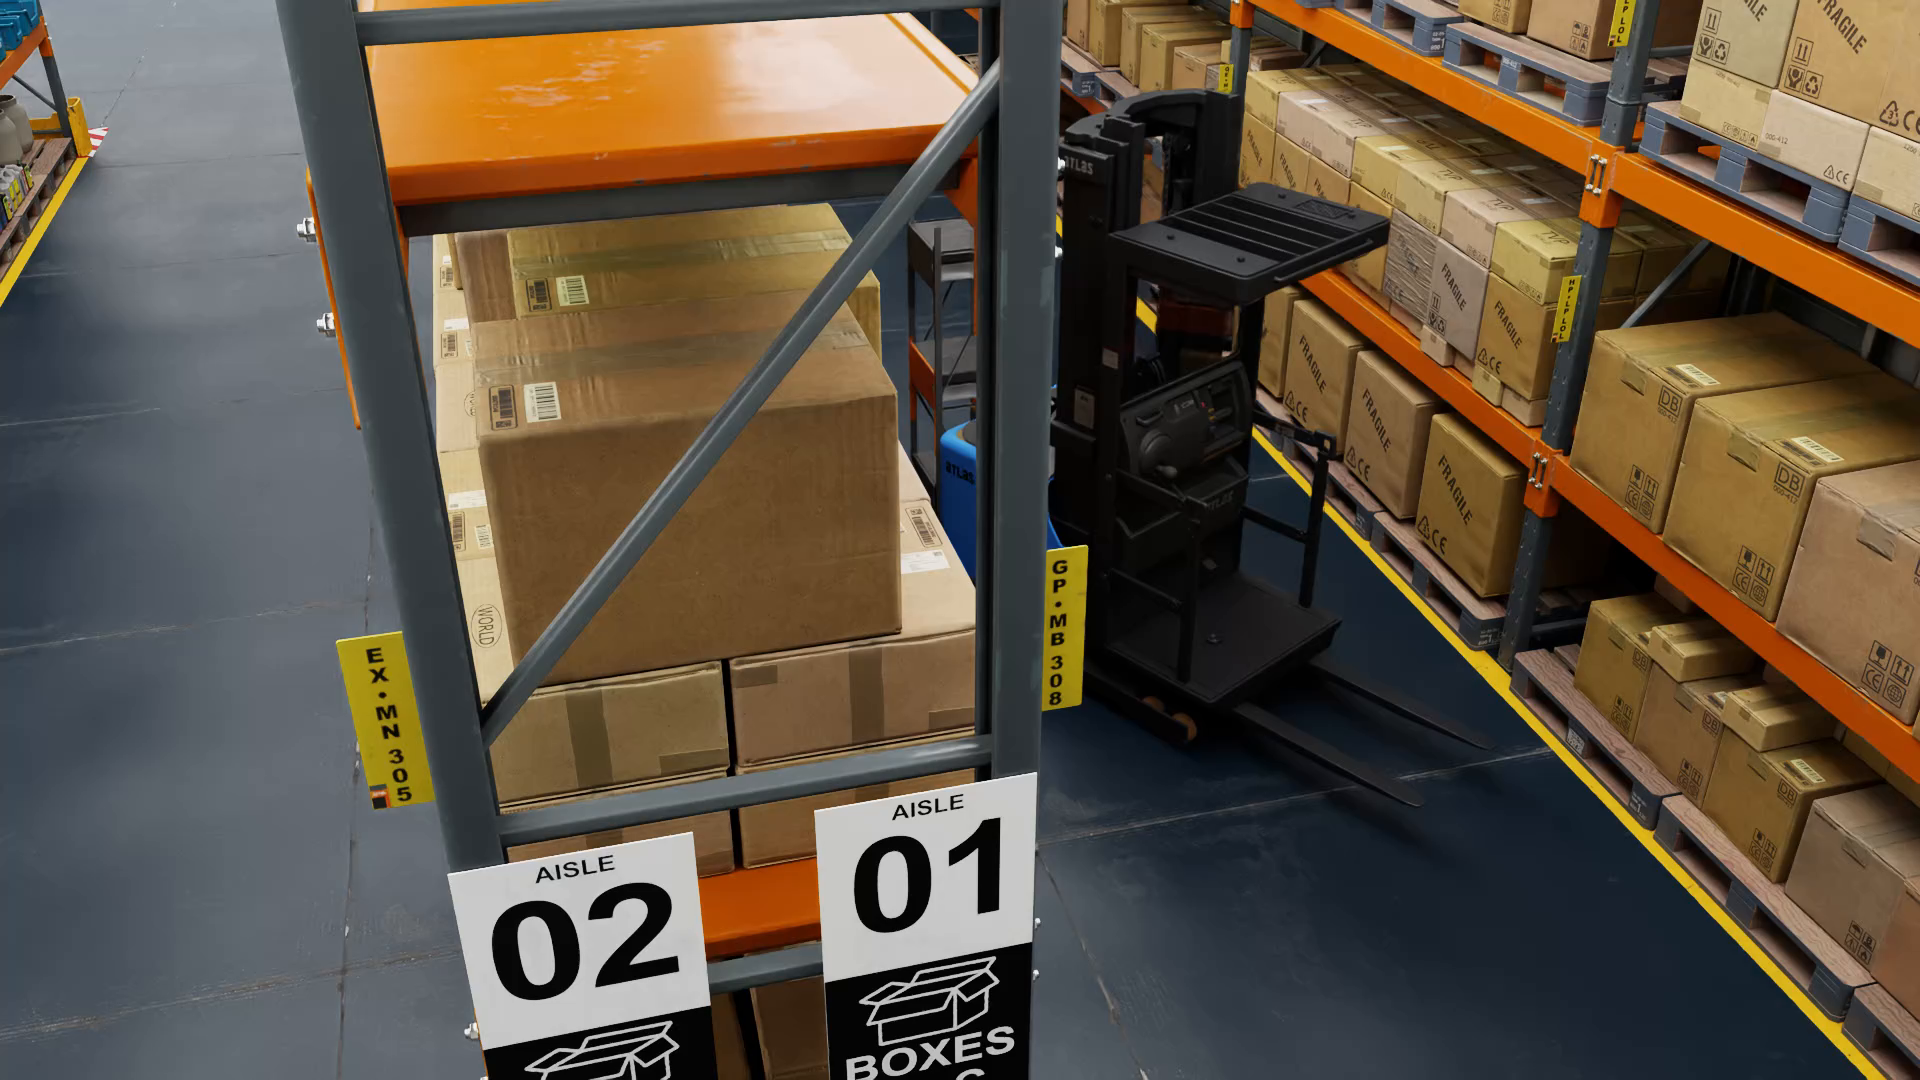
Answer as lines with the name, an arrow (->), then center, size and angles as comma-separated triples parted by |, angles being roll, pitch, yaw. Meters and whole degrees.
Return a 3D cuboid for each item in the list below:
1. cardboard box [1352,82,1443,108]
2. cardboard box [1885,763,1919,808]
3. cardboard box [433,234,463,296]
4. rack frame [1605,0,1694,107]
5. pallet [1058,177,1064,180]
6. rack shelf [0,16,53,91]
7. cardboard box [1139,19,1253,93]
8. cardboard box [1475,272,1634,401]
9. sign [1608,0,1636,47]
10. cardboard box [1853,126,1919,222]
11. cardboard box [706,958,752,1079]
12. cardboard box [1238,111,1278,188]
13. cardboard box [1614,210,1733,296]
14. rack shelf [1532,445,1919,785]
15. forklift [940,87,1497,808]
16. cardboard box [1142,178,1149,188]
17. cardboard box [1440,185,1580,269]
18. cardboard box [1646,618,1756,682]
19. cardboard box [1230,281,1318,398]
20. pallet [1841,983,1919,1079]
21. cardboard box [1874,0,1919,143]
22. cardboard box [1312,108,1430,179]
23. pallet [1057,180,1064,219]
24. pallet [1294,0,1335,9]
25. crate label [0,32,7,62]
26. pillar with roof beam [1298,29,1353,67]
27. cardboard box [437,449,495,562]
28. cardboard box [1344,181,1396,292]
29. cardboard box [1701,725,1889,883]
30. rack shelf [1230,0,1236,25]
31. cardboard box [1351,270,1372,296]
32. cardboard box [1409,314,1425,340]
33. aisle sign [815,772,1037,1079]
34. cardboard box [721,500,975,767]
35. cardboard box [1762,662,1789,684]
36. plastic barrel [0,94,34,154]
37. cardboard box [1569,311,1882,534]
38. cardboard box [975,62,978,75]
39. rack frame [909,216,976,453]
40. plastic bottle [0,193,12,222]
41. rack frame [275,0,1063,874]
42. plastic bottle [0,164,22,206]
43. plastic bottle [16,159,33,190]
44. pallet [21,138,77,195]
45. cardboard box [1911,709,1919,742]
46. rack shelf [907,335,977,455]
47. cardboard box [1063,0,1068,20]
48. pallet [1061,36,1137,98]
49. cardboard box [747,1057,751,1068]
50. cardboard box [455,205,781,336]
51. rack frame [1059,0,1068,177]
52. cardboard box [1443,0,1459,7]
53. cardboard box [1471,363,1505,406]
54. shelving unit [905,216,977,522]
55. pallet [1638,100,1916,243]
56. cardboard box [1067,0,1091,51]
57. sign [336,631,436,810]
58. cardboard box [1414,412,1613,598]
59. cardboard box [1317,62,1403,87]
cardboard box -> 2.799, -2.690, 10.468 | 0.500, 0.250, 0.500 | -9, 31, -15
cardboard box -> 4.023, 0.961, 6.756 | 0.380, 0.149, 0.250 | -8, 31, -13
cardboard box -> -1.273, -0.725, 4.895 | 0.500, 0.250, 0.500 | -8, 31, -13
rack frame -> 3.356, -3.284, 6.672 | 1.000, 3.000, 0.127 | -8, 31, -13
pallet -> 1.020, -3.664, 16.101 | 1.003, 0.211, 1.213 | -8, 31, -13
rack shelf -> -8.850, -3.889, 14.423 | 1.077, 0.370, 4.000 | -8, 31, -13
cardboard box -> 1.808, -3.678, 12.802 | 0.700, 0.500, 0.500 | -8, 31, -13
cardboard box -> 2.991, -1.058, 8.397 | 0.500, 0.500, 0.500 | -8, 31, -14
sign -> 2.836, -2.269, 7.082 | 0.100, 0.325, 0.005 | -8, 31, -13
cardboard box -> 3.550, -1.282, 5.839 | 0.500, 0.250, 0.500 | -9, 31, -15
cardboard box -> -0.740, 1.250, 3.729 | 0.500, 0.500, 0.500 | -8, 31, -14
cardboard box -> 2.177, -2.532, 10.944 | 0.500, 0.500, 0.500 | -7, 31, -12
cardboard box -> 3.485, -1.450, 8.326 | 0.500, 0.250, 0.500 | -7, 31, -12
rack shelf -> 3.887, 0.590, 6.686 | 1.077, 0.370, 4.000 | -8, 31, -13
forklift -> 1.256, -0.539, 7.987 | 1.130, 2.935, 3.031 | -26, 39, -37
cardboard box -> 1.726, -2.812, 13.901 | 0.700, 0.500, 0.500 | -8, 31, -13
cardboard box -> 2.859, -1.633, 8.642 | 0.500, 0.250, 0.500 | -7, 31, -12
cardboard box -> 3.371, 0.496, 7.558 | 0.380, 0.149, 0.250 | -7, 31, -12
cardboard box -> 2.363, -1.498, 11.302 | 0.750, 0.750, 0.750 | -8, 31, -14
pallet -> 4.130, 2.075, 6.185 | 1.003, 0.211, 1.213 | -8, 31, -13
cardboard box -> 3.554, -1.604, 5.645 | 0.500, 0.500, 0.500 | -8, 31, -13
cardboard box -> 2.446, -2.371, 9.917 | 0.500, 0.250, 0.500 | -8, 31, -13
pallet -> 1.441, -2.969, 14.899 | 1.003, 0.211, 1.213 | -8, 31, -13
pallet -> 2.517, -3.532, 10.283 | 1.213, 0.211, 1.003 | -6, 31, -11
crate label -> -8.631, -4.328, 14.430 | 0.502, 0.435, 0.616 | -8, 31, -13
pillar with roof beam -> -1.367, -5.386, 10.304 | 9.100, 9.000, 0.400 | -8, 31, -13
cardboard box -> -0.872, -0.001, 3.644 | 0.500, 0.250, 0.500 | -8, 31, -13
cardboard box -> 2.583, -1.787, 9.658 | 0.500, 0.500, 0.500 | -7, 31, -12
cardboard box -> 3.720, 1.079, 7.199 | 0.700, 0.500, 0.500 | -7, 31, -12
rack shelf -> 1.764, -4.572, 12.610 | 1.077, 0.370, 4.000 | -8, 31, -13
cardboard box -> 2.576, -1.590, 9.965 | 0.380, 0.149, 0.250 | -8, 31, -13
cardboard box -> 2.751, -1.210, 9.307 | 0.380, 0.149, 0.250 | -8, 31, -13
aisle sign -> -0.056, 0.774, 3.055 | 0.394, 0.787, 0.004 | -8, 31, -13
cardboard box -> -0.243, 0.172, 3.345 | 0.500, 0.250, 0.500 | -8, 31, -13
cardboard box -> 3.821, 0.592, 7.393 | 0.380, 0.149, 0.250 | -9, 31, -15
plastic barrel -> -9.132, -3.963, 15.898 | 0.421, 0.512, 0.421 | 0, 30, 0
cardboard box -> 3.484, -0.553, 7.643 | 0.980, 0.700, 0.700 | -7, 31, -13
cardboard box -> 0.566, -4.609, 17.007 | 0.700, 0.500, 0.500 | -10, 31, -16
rack frame -> -0.095, -0.968, 9.557 | 0.400, 2.100, 0.015 | -9, 31, -16
plastic bottle -> -8.187, -2.870, 14.218 | 0.061, 0.283, 0.133 | -6, 31, -11
rack frame -> -0.357, -0.692, 2.193 | 1.000, 3.000, 0.127 | -8, 31, -13
plastic bottle -> -8.345, -3.109, 14.564 | 0.144, 0.351, 0.185 | -7, 31, -11
plastic bottle -> -8.422, -3.298, 14.957 | 0.061, 0.283, 0.133 | -7, 31, -12
pallet -> -9.105, -3.536, 15.879 | 1.003, 0.211, 1.213 | -8, 31, -13
cardboard box -> 4.069, 0.520, 5.790 | 0.980, 0.700, 0.700 | -8, 31, -14
rack shelf -> -0.019, -0.840, 9.363 | 0.431, 0.518, 0.480 | -9, 31, -16
cardboard box -> 0.809, -5.007, 15.018 | 0.500, 0.500, 0.500 | -8, 31, -13
pallet -> 1.295, -4.080, 14.227 | 1.003, 0.211, 1.213 | -8, 31, -13
cardboard box -> -0.363, 1.364, 4.531 | 0.500, 0.500, 0.500 | -8, 31, -14
cardboard box -> -0.796, -0.595, 3.923 | 0.700, 0.500, 0.500 | -8, 31, -13
rack frame -> 1.233, -4.551, 14.850 | 1.000, 3.000, 0.127 | -8, 31, -13
cardboard box -> 2.947, -3.170, 8.930 | 0.700, 0.500, 0.500 | -8, 31, -13
cardboard box -> 2.904, -0.832, 8.655 | 0.380, 0.149, 0.250 | -7, 31, -12
shelving unit -> -0.019, -0.852, 9.356 | 0.431, 2.100, 0.503 | -9, 31, -16
pallet -> 3.563, -1.551, 6.760 | 1.003, 0.211, 1.213 | -8, 31, -13
cardboard box -> 1.335, -4.535, 14.282 | 0.700, 0.500, 0.500 | -8, 31, -13
sign -> -0.898, 0.288, 2.612 | 0.100, 0.325, 0.005 | -8, 31, -13
cardboard box -> 3.058, -0.236, 9.120 | 0.750, 0.750, 0.750 | -7, 31, -13
cardboard box -> 2.665, -2.940, 10.901 | 0.500, 0.250, 0.500 | -7, 31, -12
